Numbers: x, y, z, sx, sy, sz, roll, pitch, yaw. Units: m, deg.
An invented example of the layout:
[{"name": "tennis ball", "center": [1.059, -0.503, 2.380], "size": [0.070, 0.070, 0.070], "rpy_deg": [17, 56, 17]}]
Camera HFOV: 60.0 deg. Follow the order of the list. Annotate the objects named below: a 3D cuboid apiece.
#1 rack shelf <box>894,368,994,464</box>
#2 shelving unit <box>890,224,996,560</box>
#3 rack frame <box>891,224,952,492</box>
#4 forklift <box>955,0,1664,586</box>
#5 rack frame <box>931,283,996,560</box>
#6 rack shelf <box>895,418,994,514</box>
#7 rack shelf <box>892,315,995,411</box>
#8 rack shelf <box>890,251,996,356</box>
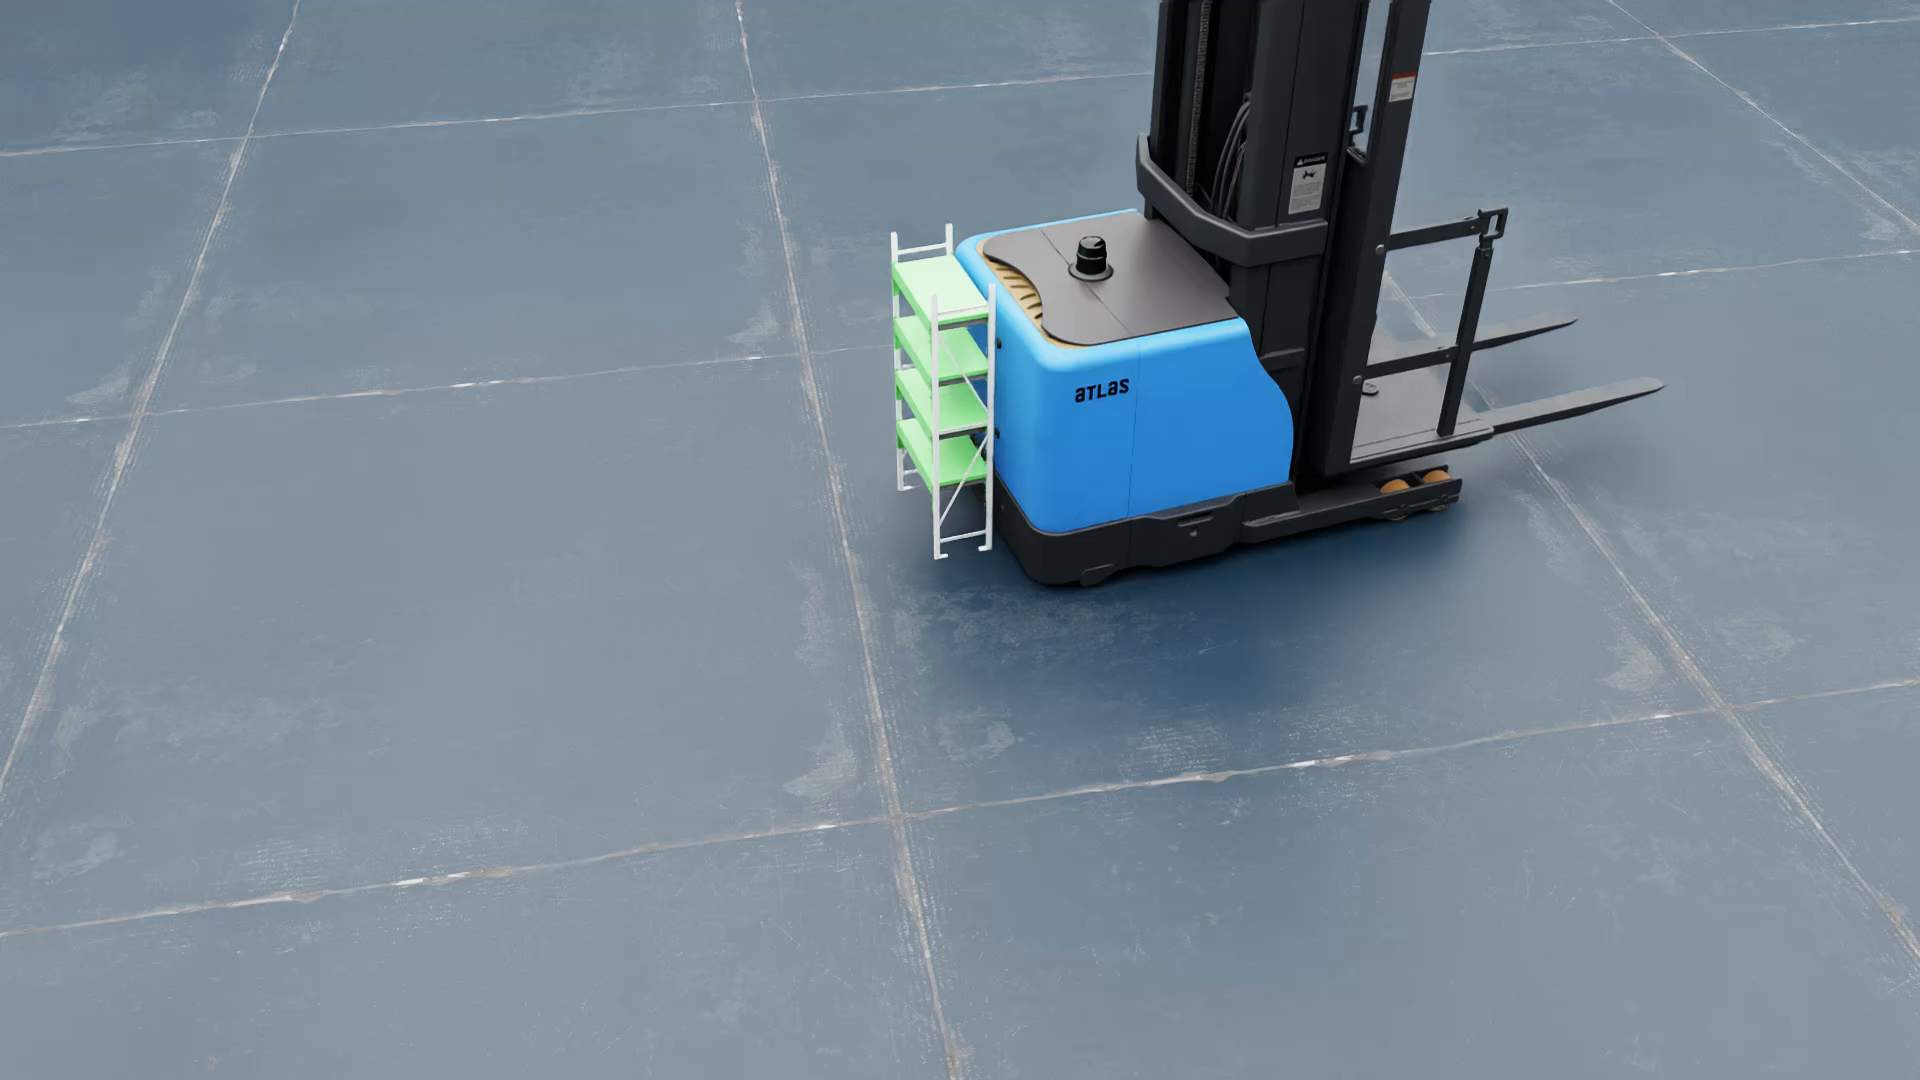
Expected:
[{"name": "rack shelf", "center": [-0.067, -0.514, 6.537], "size": [0.258, 0.148, 0.480], "rpy_deg": [-12, 39, -15]}, {"name": "shelving unit", "center": [-0.067, -0.564, 6.498], "size": [0.258, 1.200, 0.503], "rpy_deg": [-12, 39, -15]}, {"name": "rack frame", "center": [-0.146, -0.706, 6.680], "size": [0.240, 1.200, 0.015], "rpy_deg": [-12, 39, -15]}, {"name": "forklift", "center": [1.540, -1.530, 6.331], "size": [3.031, 2.935, 1.130], "rpy_deg": [-13, 40, -16]}, {"name": "rack frame", "center": [0.012, -0.422, 6.316], "size": [0.240, 1.200, 0.015], "rpy_deg": [-12, 39, -15]}, {"name": "rack shelf", "center": [-0.067, -0.324, 6.684], "size": [0.258, 0.148, 0.480], "rpy_deg": [-12, 39, -15]}, {"name": "rack shelf", "center": [-0.067, -0.703, 6.390], "size": [0.258, 0.148, 0.480], "rpy_deg": [-12, 39, -15]}, {"name": "rack shelf", "center": [-0.067, -0.893, 6.243], "size": [0.258, 0.148, 0.480], "rpy_deg": [-12, 39, -15]}]
